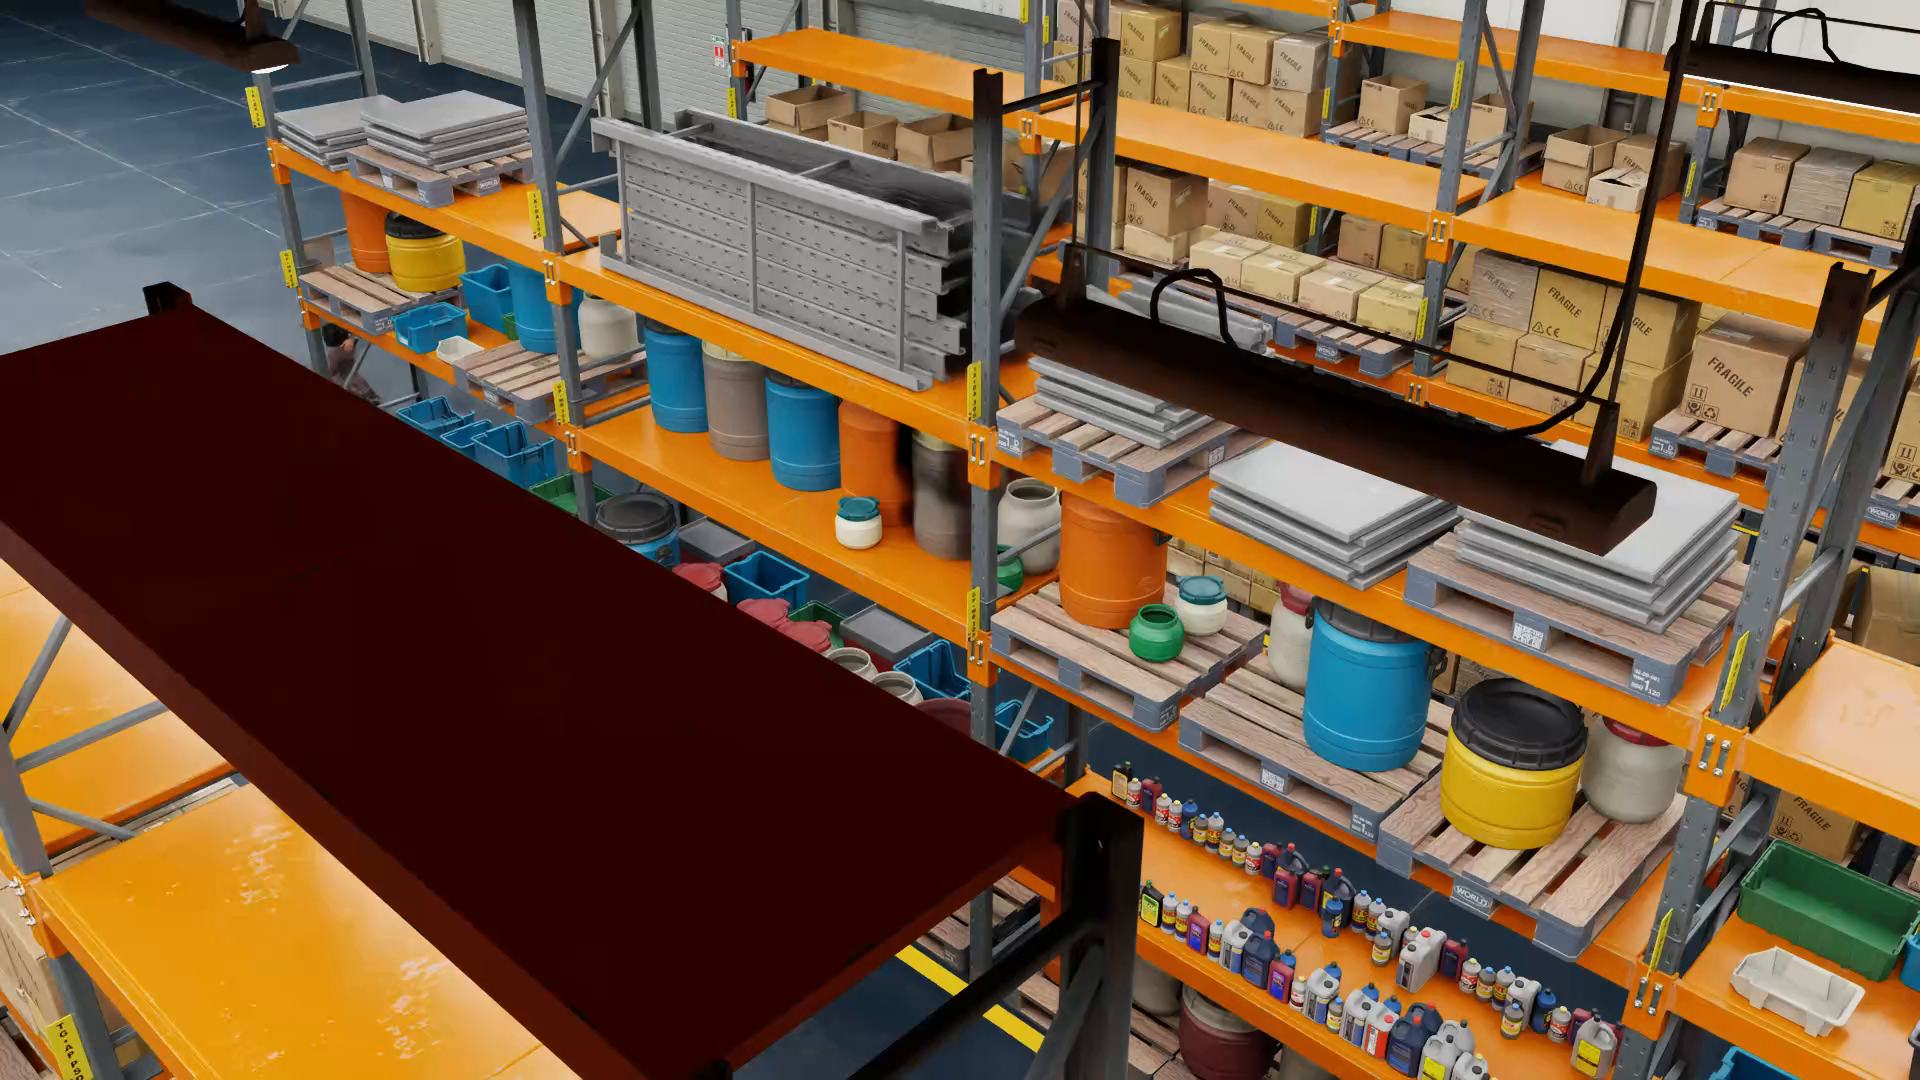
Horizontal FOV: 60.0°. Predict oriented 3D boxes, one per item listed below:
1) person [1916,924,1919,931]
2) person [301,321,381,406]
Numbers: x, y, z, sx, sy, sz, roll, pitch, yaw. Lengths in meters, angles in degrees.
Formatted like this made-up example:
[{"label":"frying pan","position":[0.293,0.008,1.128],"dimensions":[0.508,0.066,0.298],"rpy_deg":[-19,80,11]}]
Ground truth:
[{"label":"person","position":[5.936,2.668,9.715],"dimensions":[0.893,1.817,0.611],"rpy_deg":[17,33,27]},{"label":"person","position":[-6.850,-2.147,18.314],"dimensions":[0.670,1.703,0.650],"rpy_deg":[-11,31,-18]}]
